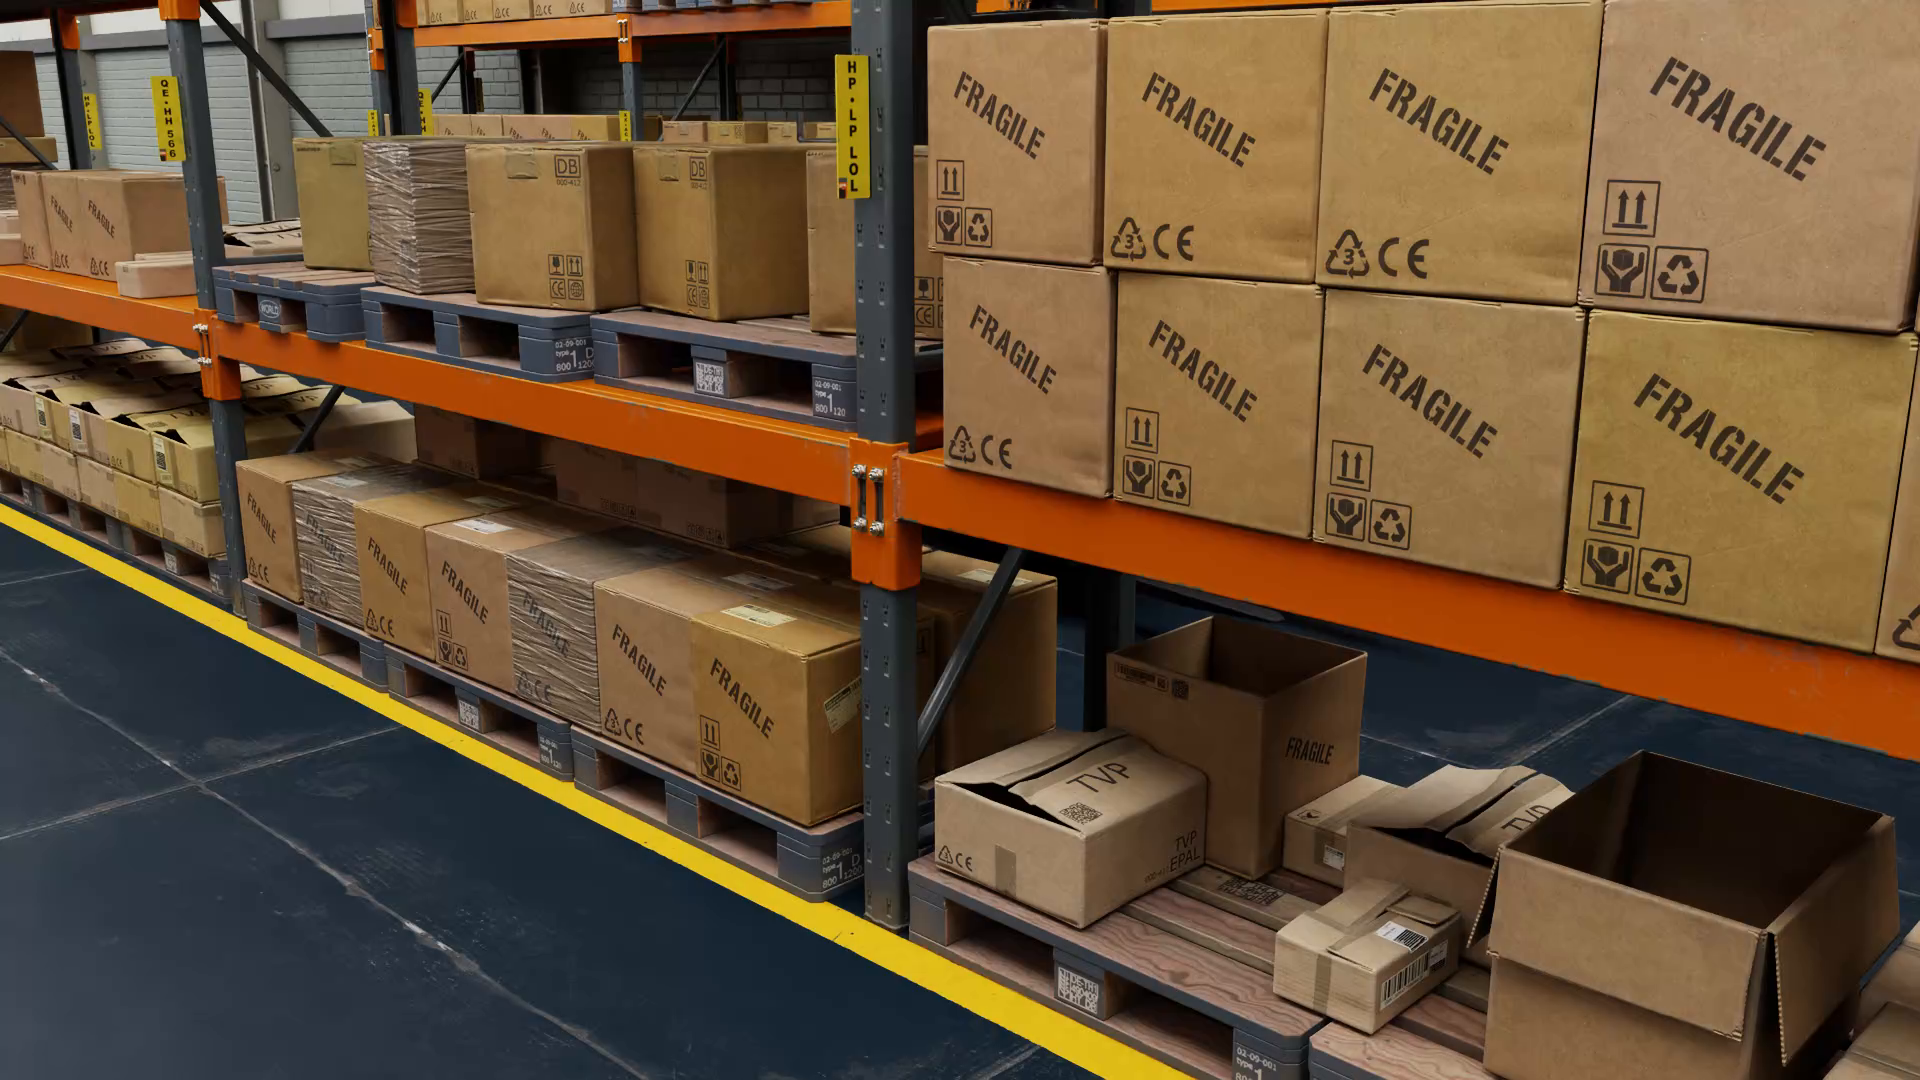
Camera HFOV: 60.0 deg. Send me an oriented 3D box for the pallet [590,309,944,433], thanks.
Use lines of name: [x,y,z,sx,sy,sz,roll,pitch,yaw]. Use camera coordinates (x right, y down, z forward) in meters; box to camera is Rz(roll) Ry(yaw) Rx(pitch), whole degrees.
pallet: [-0.367,-0.573,5.061,1.213,0.211,1.003,14,20,42]

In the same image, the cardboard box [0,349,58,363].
cardboard box: [-5.502,-0.932,9.570,0.500,0.311,0.500,14,20,42]

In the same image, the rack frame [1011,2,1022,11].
rack frame: [0.688,-2.106,10.564,0.127,3.000,1.000,14,20,42]

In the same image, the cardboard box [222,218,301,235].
cardboard box: [-3.257,-1.354,7.858,0.500,0.311,0.500,13,20,42]

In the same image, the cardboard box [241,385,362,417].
cardboard box: [-3.305,-0.585,8.237,0.500,0.311,0.500,13,19,41]

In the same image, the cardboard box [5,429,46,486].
cardboard box: [-4.767,-0.483,8.958,0.500,0.250,0.500,13,19,41]

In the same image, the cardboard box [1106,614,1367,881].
cardboard box: [0.739,0.539,4.499,0.500,0.500,0.500,14,20,42]

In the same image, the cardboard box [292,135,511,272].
cardboard box: [-2.216,-1.368,6.701,0.500,0.500,0.700,7,16,24]

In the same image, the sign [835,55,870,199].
sign: [-0.251,-0.965,3.889,0.005,0.325,0.100,14,20,42]

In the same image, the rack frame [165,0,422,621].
rack frame: [-2.747,-1.206,7.111,0.127,3.000,1.000,14,20,42]

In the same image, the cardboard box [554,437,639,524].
cardboard box: [-1.128,-0.264,6.092,0.500,0.250,0.500,13,20,41]

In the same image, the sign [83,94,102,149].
sign: [-5.257,-2.528,10.046,0.005,0.325,0.100,14,20,42]

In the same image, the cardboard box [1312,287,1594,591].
cardboard box: [1.039,-0.239,3.200,0.500,0.500,0.500,14,20,42]

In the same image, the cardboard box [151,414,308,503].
cardboard box: [-3.295,-0.397,7.514,0.500,0.311,0.500,-14,20,-43]

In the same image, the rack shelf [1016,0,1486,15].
rack shelf: [2.128,-2.859,8.933,4.000,0.370,1.077,14,20,42]

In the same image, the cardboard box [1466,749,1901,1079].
cardboard box: [1.488,0.817,3.425,0.637,0.503,0.797,14,20,42]

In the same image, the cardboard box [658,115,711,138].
cardboard box: [-2.385,-3.226,13.634,0.500,0.500,0.500,13,19,41]

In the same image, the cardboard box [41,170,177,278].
cardboard box: [-4.346,-1.637,8.568,0.500,0.500,0.500,14,20,42]

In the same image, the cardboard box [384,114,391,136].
cardboard box: [-4.936,-3.668,15.330,0.500,0.500,0.500,14,20,42]

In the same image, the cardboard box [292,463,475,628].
cardboard box: [-2.237,0.013,6.518,0.500,0.500,0.500,13,19,40]

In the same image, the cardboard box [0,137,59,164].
cardboard box: [-5.686,-2.350,10.019,0.250,0.149,0.380,14,20,42]

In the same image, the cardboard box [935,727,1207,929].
cardboard box: [0.284,0.695,4.275,0.500,0.311,0.500,14,20,42]

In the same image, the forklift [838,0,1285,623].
forklift: [0.512,-1.240,7.376,1.130,2.935,3.031,-12,19,-38]

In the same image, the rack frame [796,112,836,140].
rack frame: [-0.694,-1.248,9.057,0.400,2.100,0.015,-12,19,-38]

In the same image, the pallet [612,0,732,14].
pallet: [-1.821,-4.039,12.408,1.003,0.211,1.213,14,20,42]

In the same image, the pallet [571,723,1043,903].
pallet: [-0.480,0.708,5.296,1.213,0.211,1.003,14,20,42]

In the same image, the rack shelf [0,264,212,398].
rack shelf: [-4.187,-1.208,8.545,4.000,0.370,1.077,14,20,42]

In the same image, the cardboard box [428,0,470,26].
cardboard box: [-4.265,-4.721,14.414,0.500,0.500,0.500,-13,20,-42]

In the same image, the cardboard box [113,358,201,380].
cardboard box: [-4.400,-0.853,9.266,0.500,0.311,0.500,14,20,42]

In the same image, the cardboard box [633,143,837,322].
cardboard box: [-0.593,-0.990,5.250,0.700,0.500,0.500,-11,18,-35]

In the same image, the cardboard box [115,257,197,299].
cardboard box: [-3.587,-1.192,7.554,0.250,0.149,0.380,14,20,42]

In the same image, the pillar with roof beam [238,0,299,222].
pillar with roof beam: [-11.274,-6.712,16.345,0.400,9.000,9.100,14,20,42]

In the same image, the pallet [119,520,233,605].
pallet: [-3.313,-0.008,8.043,1.213,0.211,1.003,14,20,42]

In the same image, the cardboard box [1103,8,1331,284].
cardboard box: [0.648,-0.814,3.427,0.500,0.500,0.500,13,19,40]

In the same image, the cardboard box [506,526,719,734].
cardboard box: [-1.133,0.281,5.491,0.500,0.500,0.500,14,20,43]

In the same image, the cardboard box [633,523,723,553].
cardboard box: [-0.793,0.182,5.870,0.500,0.500,0.500,14,20,43]

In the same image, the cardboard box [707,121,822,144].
cardboard box: [-1.451,-2.873,12.437,0.700,0.500,0.500,-12,19,-39]

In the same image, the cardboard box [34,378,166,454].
cardboard box: [-4.395,-0.664,8.538,0.500,0.311,0.500,-14,20,-43]

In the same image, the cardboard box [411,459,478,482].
cardboard box: [-1.911,-0.088,6.906,0.500,0.500,0.500,-14,20,-42]

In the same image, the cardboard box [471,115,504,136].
cardboard box: [-3.839,-3.400,14.301,0.500,0.500,0.500,-14,20,-42]

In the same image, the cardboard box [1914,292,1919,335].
cardboard box: [1.760,-0.544,2.390,0.500,0.500,0.500,-14,20,-43]

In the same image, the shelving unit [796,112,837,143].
shelving unit: [-0.540,-1.200,8.873,0.431,2.100,0.503,-12,19,-38]

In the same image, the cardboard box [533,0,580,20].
cardboard box: [-3.082,-4.450,13.373,0.500,0.500,0.500,12,19,38]

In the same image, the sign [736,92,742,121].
sign: [-1.809,-3.467,13.494,0.005,0.325,0.100,14,20,42]

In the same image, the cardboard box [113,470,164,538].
cardboard box: [-3.669,-0.216,7.932,0.500,0.250,0.500,13,20,42]

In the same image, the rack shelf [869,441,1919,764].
rack shelf: [1.572,0.192,3.172,4.000,0.370,1.077,14,20,42]

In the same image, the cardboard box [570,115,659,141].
cardboard box: [-2.746,-3.132,13.275,0.500,0.500,0.500,14,20,42]
